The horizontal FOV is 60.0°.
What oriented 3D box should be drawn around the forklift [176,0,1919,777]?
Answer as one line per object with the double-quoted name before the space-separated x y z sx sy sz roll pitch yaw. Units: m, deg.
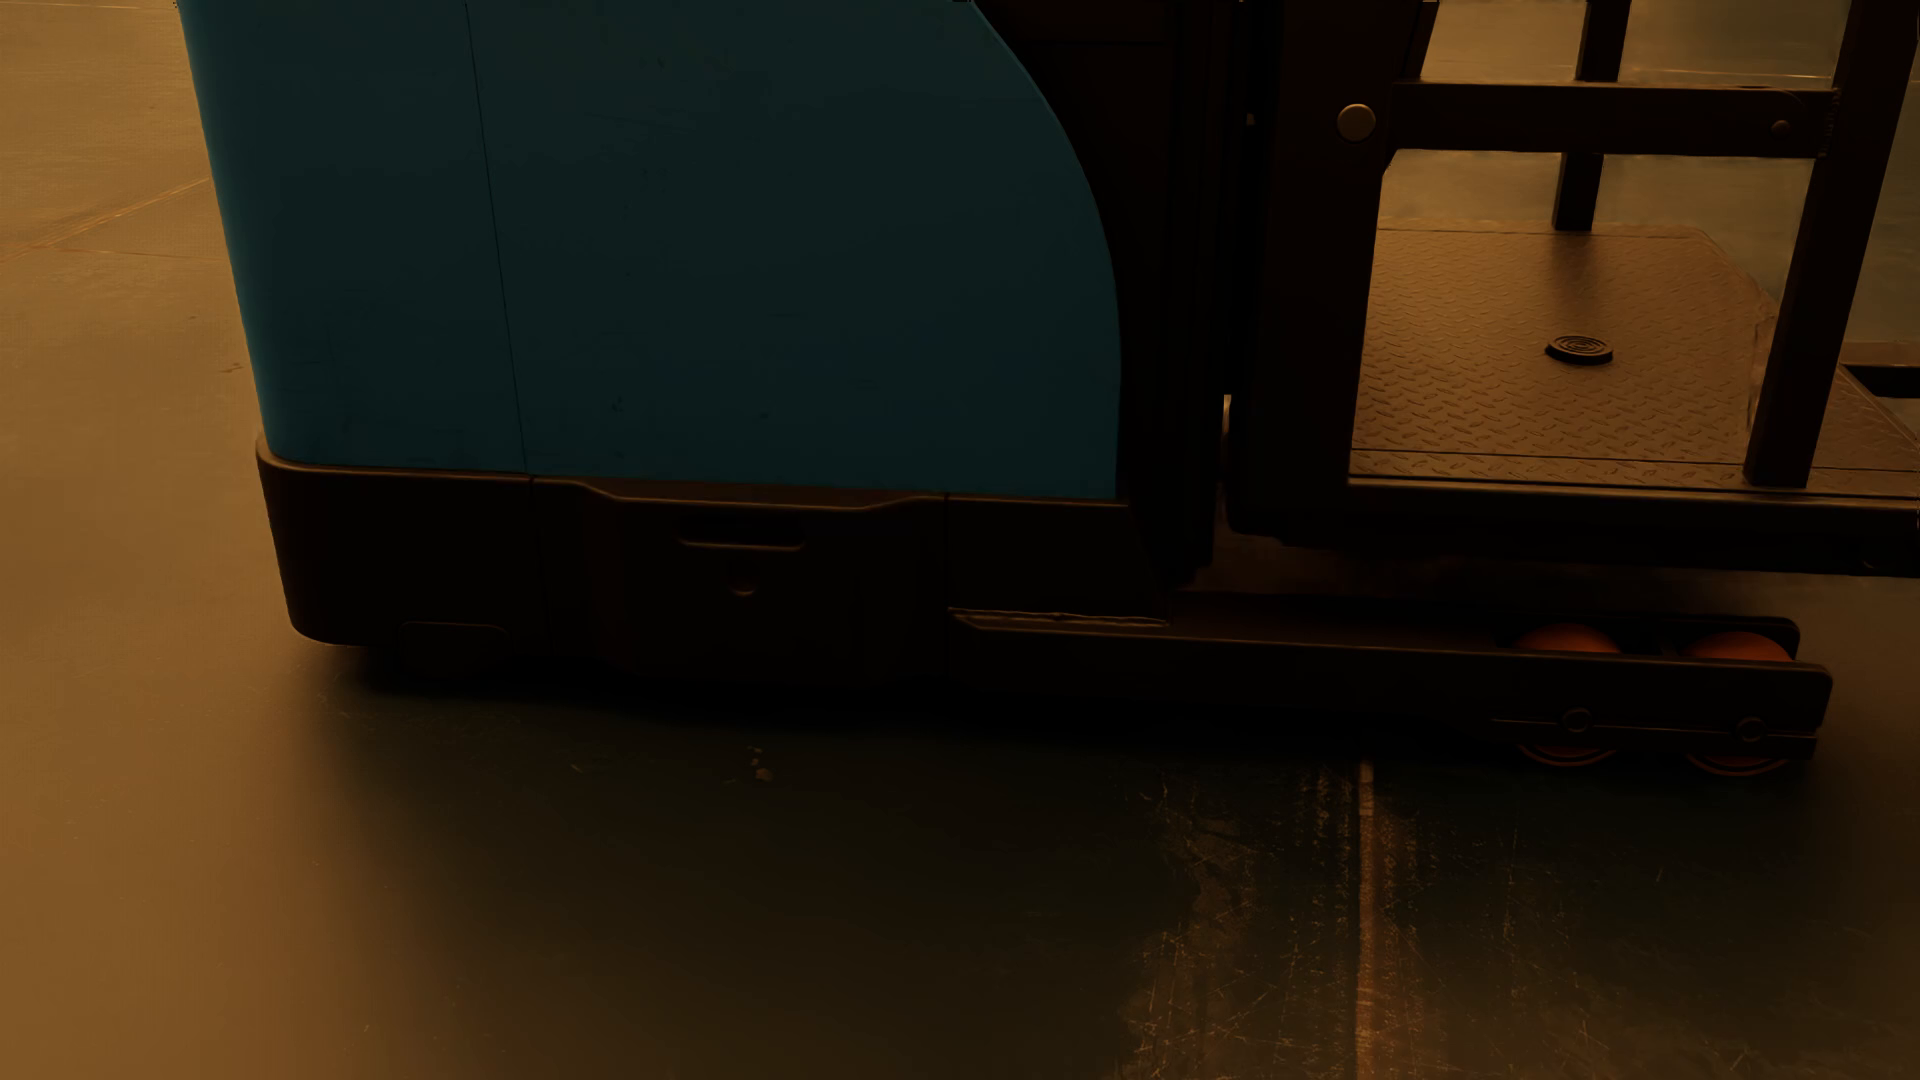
"forklift" 0.680 -1.284 1.791 3.031 2.935 1.130 3 27 5
